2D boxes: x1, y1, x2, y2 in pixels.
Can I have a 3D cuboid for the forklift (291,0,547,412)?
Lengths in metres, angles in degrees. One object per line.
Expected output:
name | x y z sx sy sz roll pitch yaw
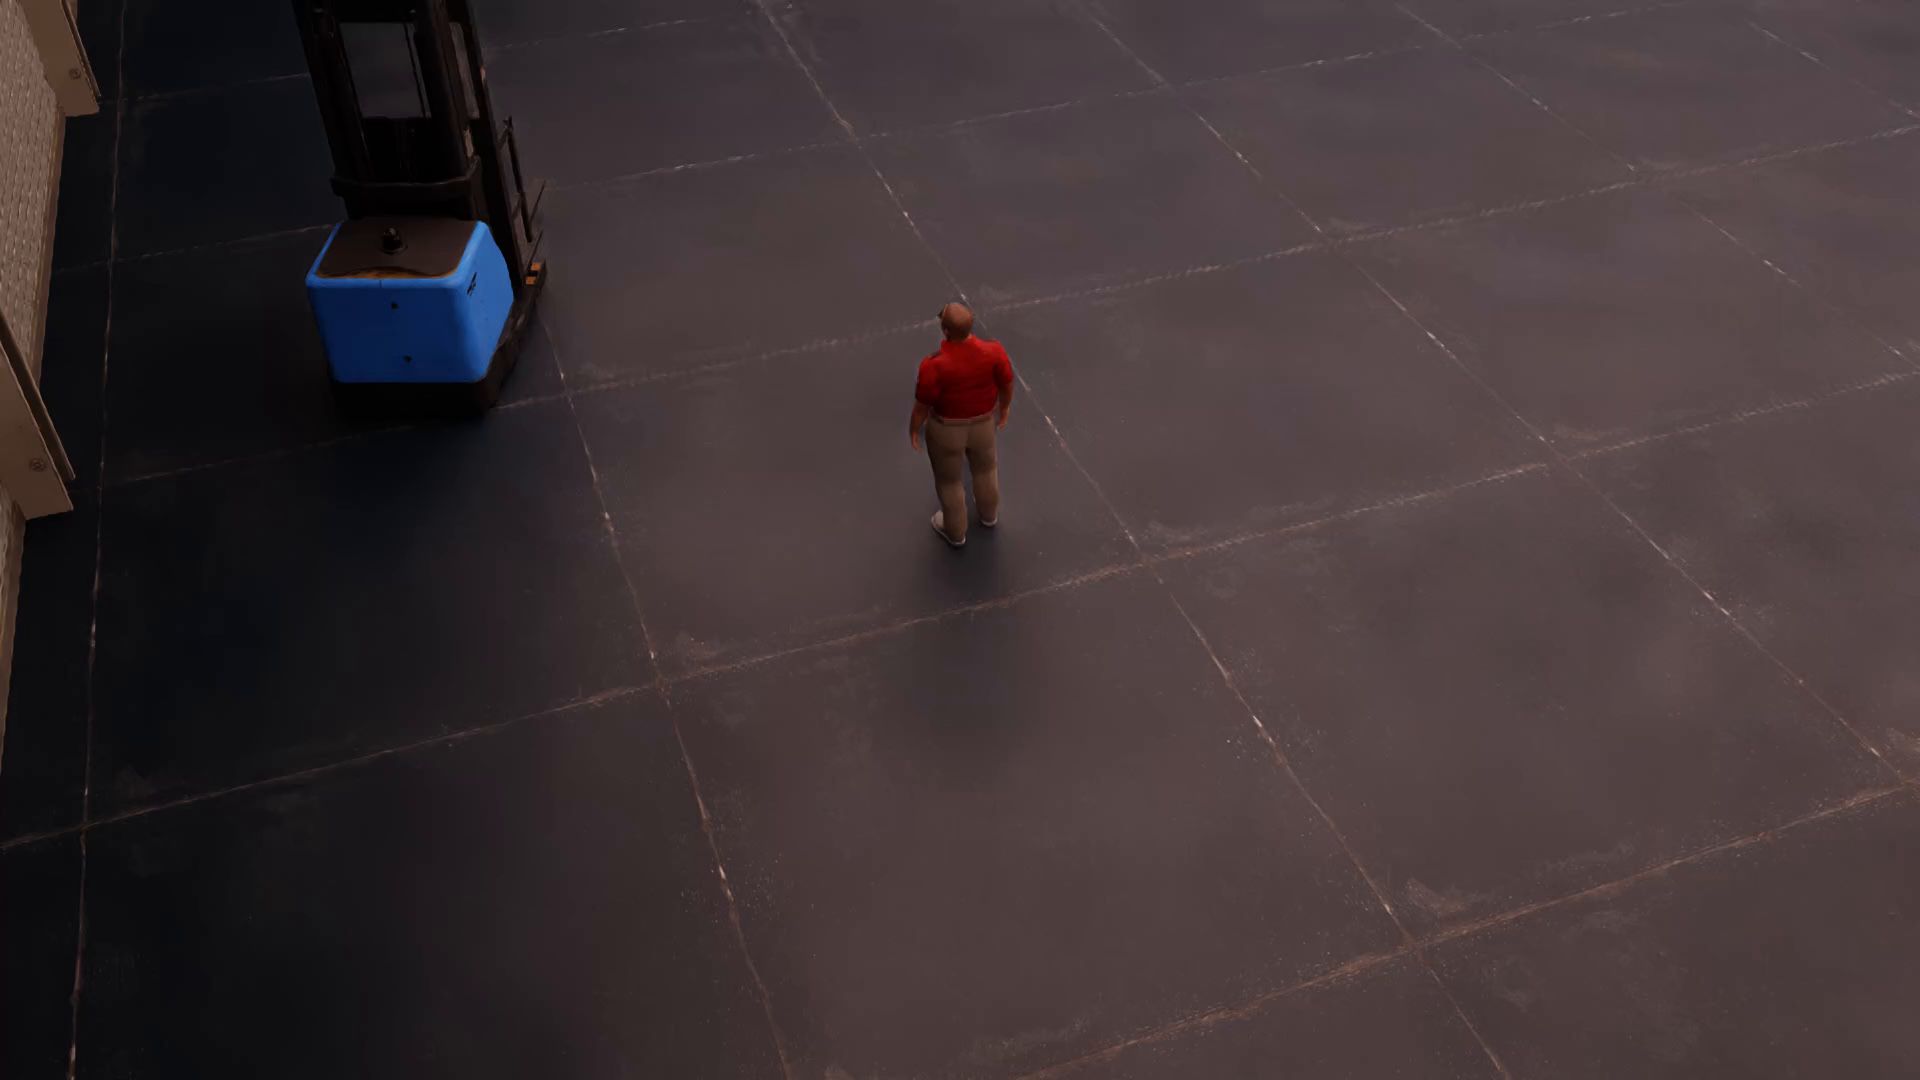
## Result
forklift | -3.688 -2.900 11.451 1.130 2.935 3.031 0 40 0

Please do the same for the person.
person | -0.020 -0.724 9.783 0.640 1.727 0.550 -13 42 -15
